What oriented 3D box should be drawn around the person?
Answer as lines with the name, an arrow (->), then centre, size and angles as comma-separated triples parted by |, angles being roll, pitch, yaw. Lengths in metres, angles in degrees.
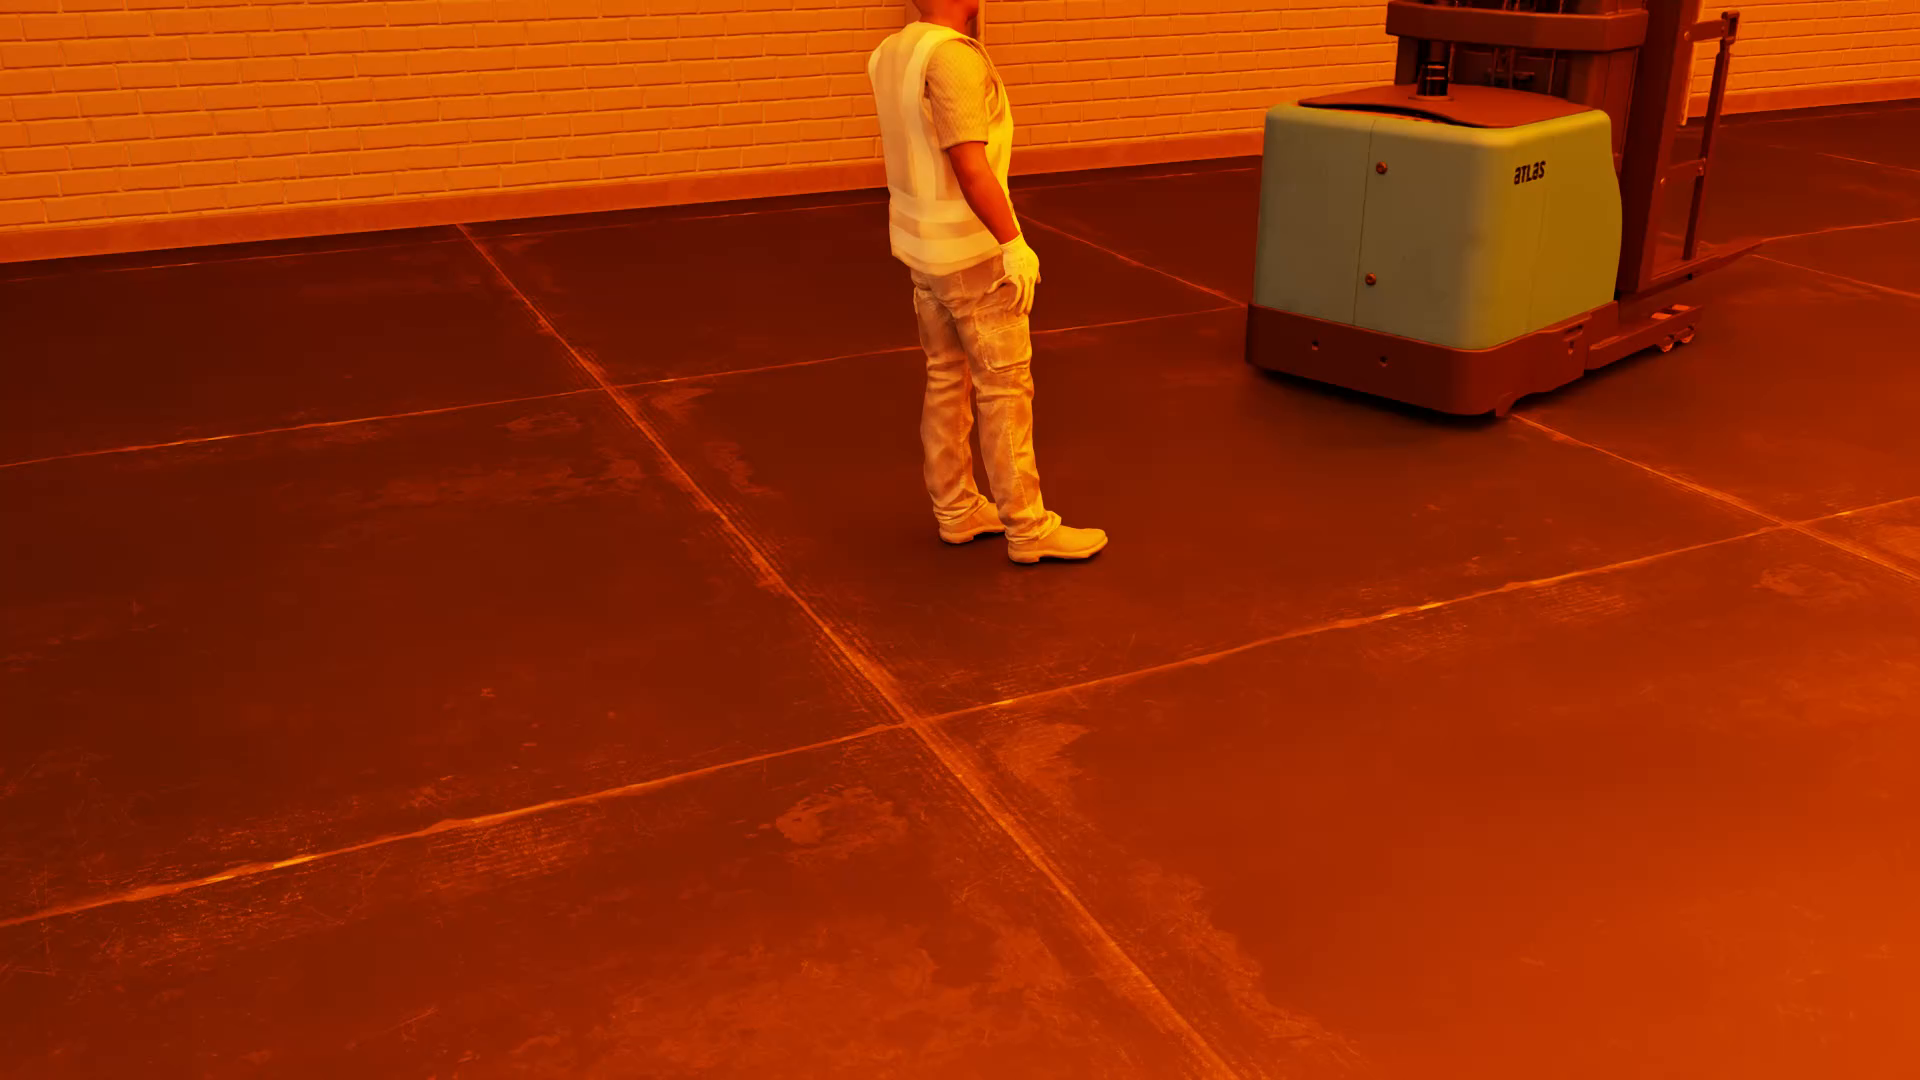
person -> 0.069, -0.839, 4.783 | 0.575, 1.785, 0.657 | -10, 25, -23

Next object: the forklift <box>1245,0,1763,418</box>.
forklift -> 2.543, -2.270, 6.750 | 3.031, 2.935, 1.130 | -21, 30, -40
